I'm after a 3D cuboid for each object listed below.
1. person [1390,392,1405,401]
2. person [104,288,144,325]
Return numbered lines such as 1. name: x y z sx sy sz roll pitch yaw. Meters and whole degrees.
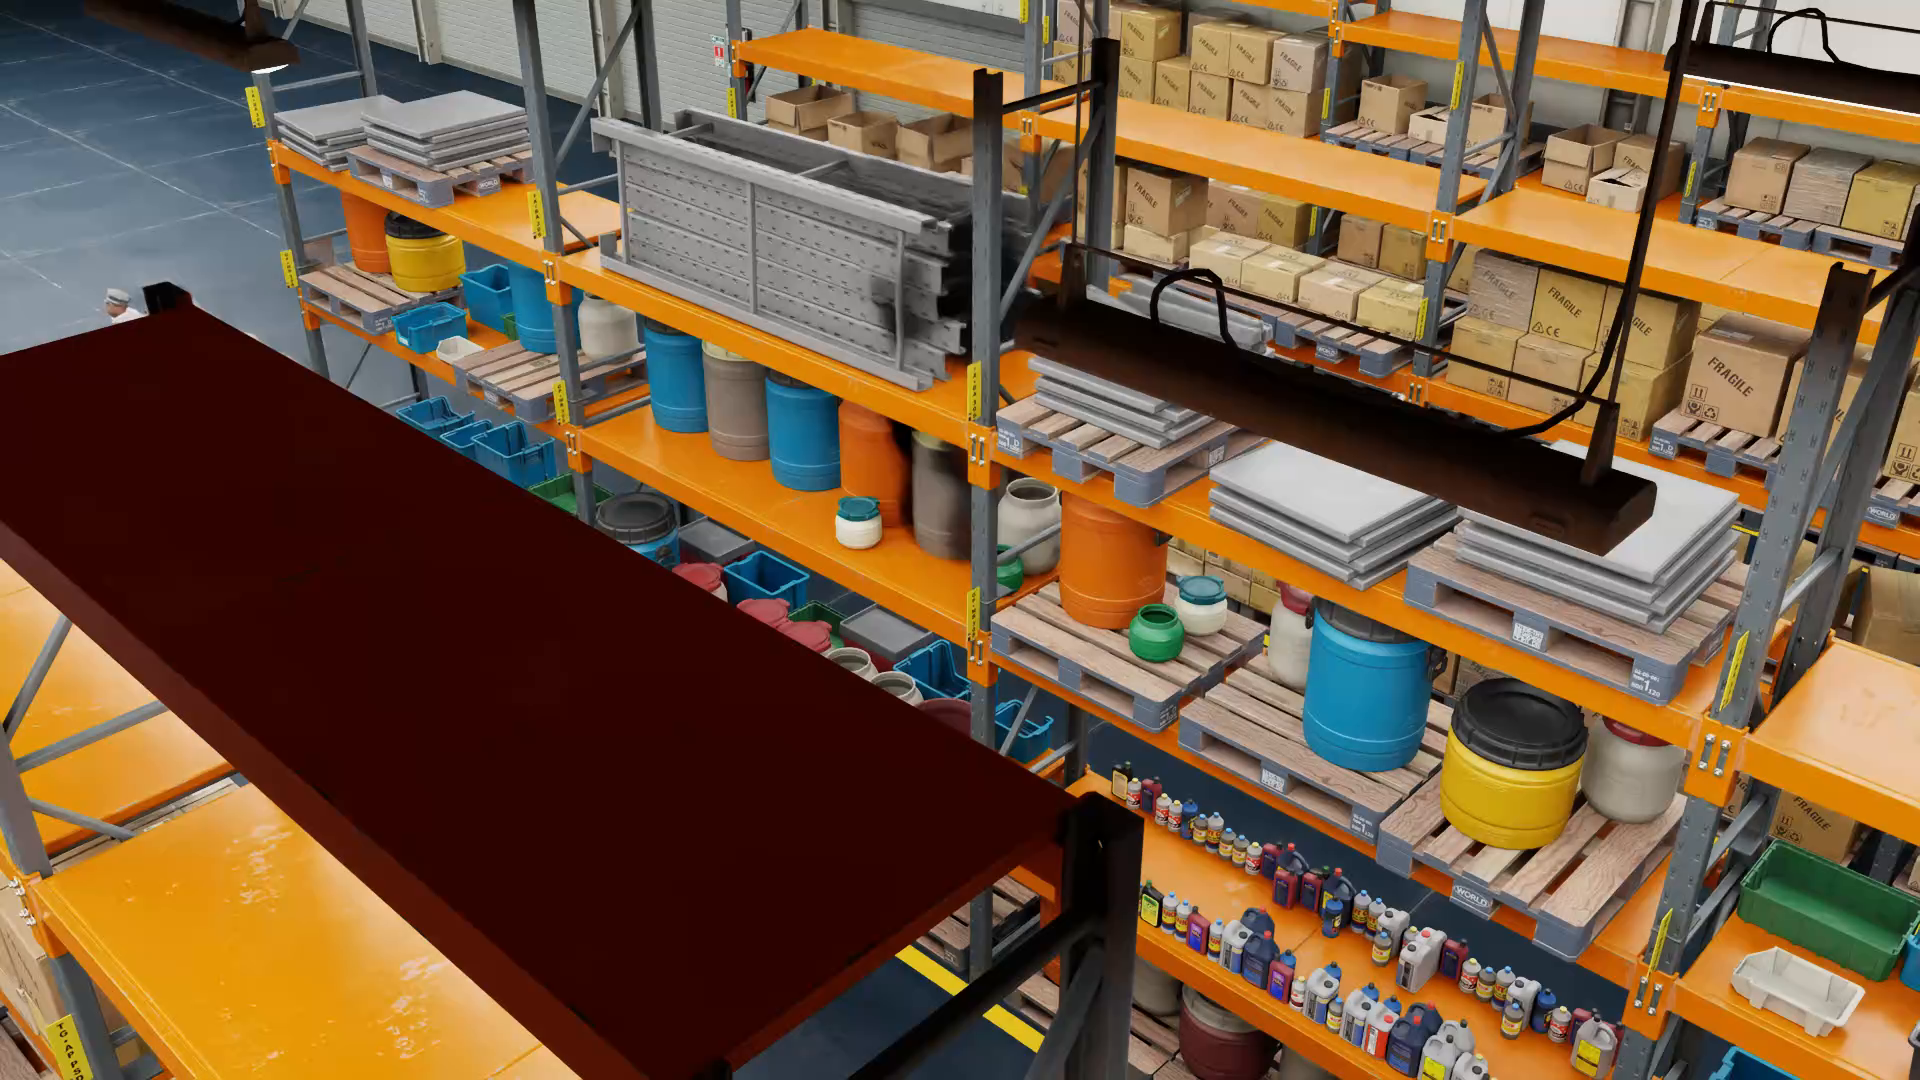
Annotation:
1. person: 4.319 -0.971 16.255 0.924 1.656 0.606 15 33 25
2. person: -8.830 -1.855 17.761 0.594 1.749 0.675 -11 31 -19
